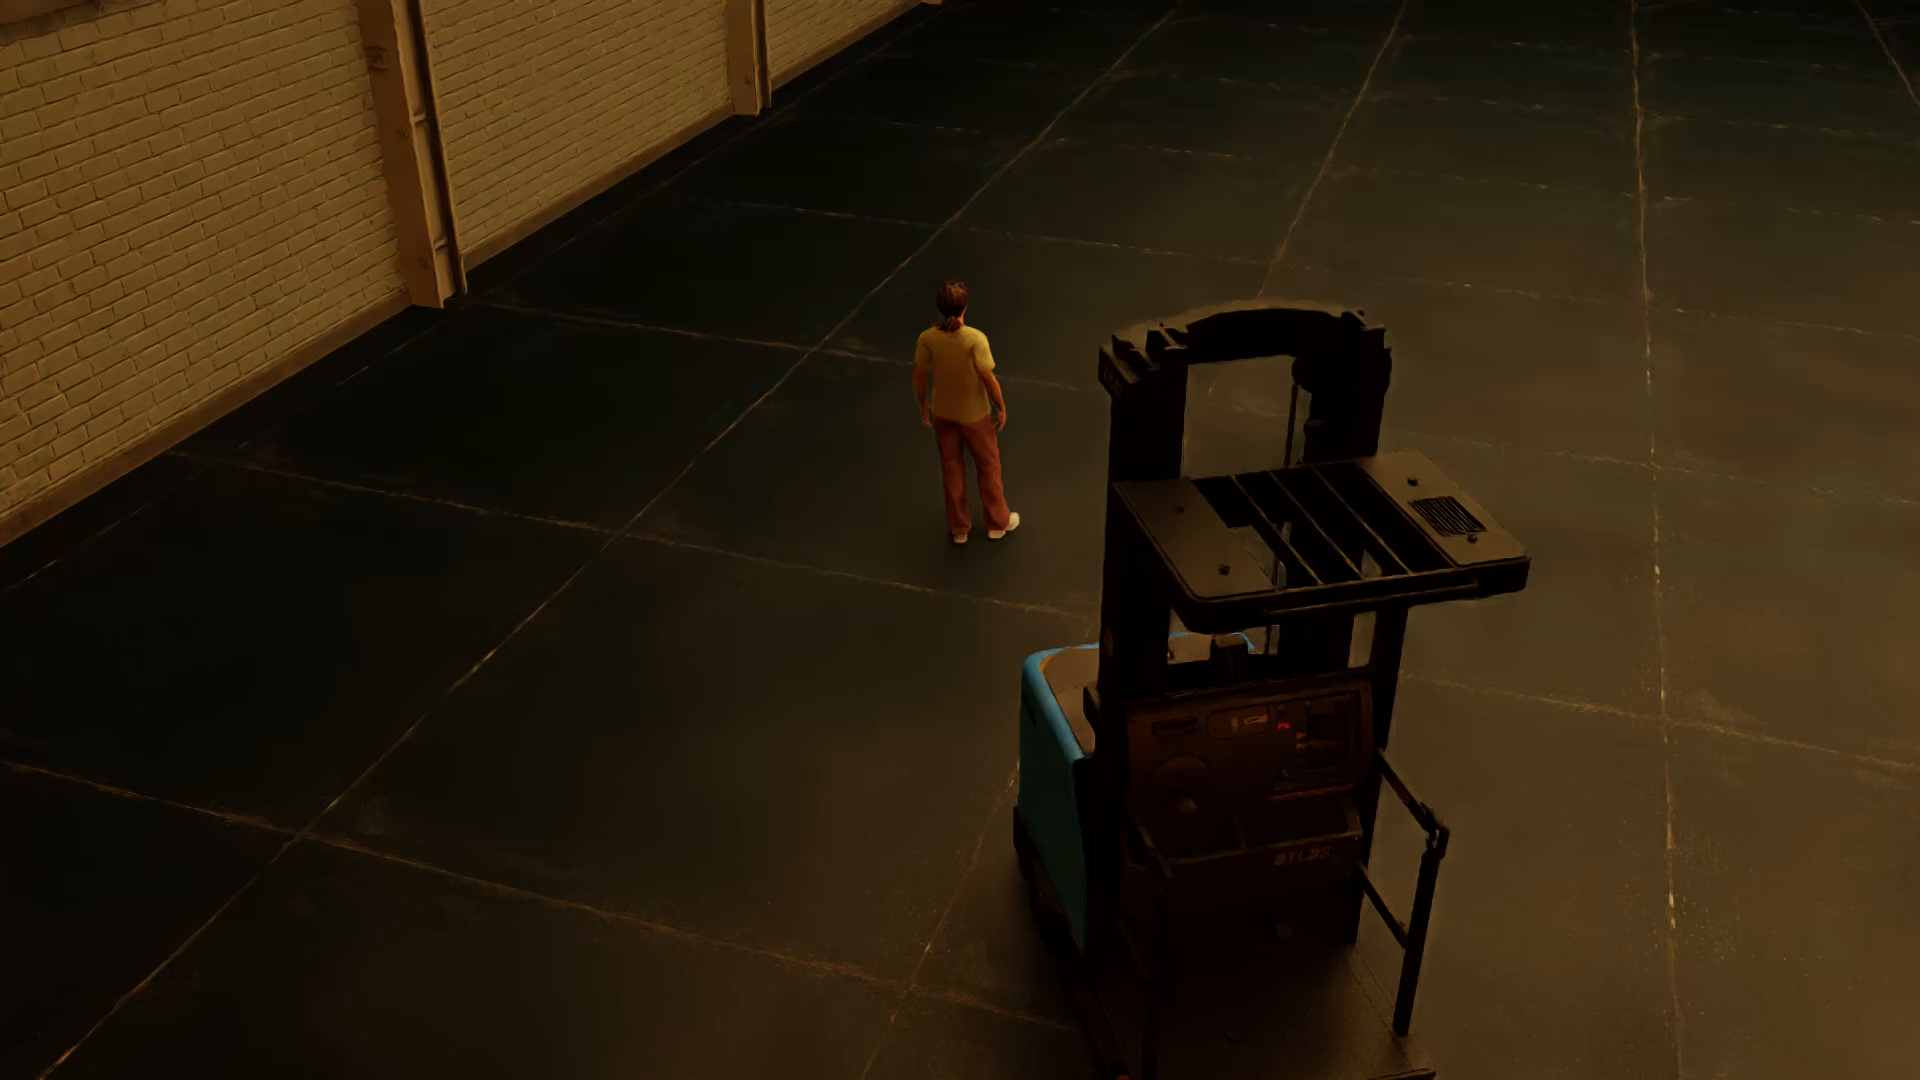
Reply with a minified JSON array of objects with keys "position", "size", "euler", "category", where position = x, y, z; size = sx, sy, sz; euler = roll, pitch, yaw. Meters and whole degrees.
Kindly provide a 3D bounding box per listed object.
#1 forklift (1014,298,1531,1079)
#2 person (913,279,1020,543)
[{"position":[1.090,0.790,5.751],"size":[1.130,2.935,3.031],"euler":[-7,30,-12],"category":"forklift"},{"position":[0.034,-0.767,9.735],"size":[0.554,1.674,0.548],"euler":[10,31,16],"category":"person"}]
